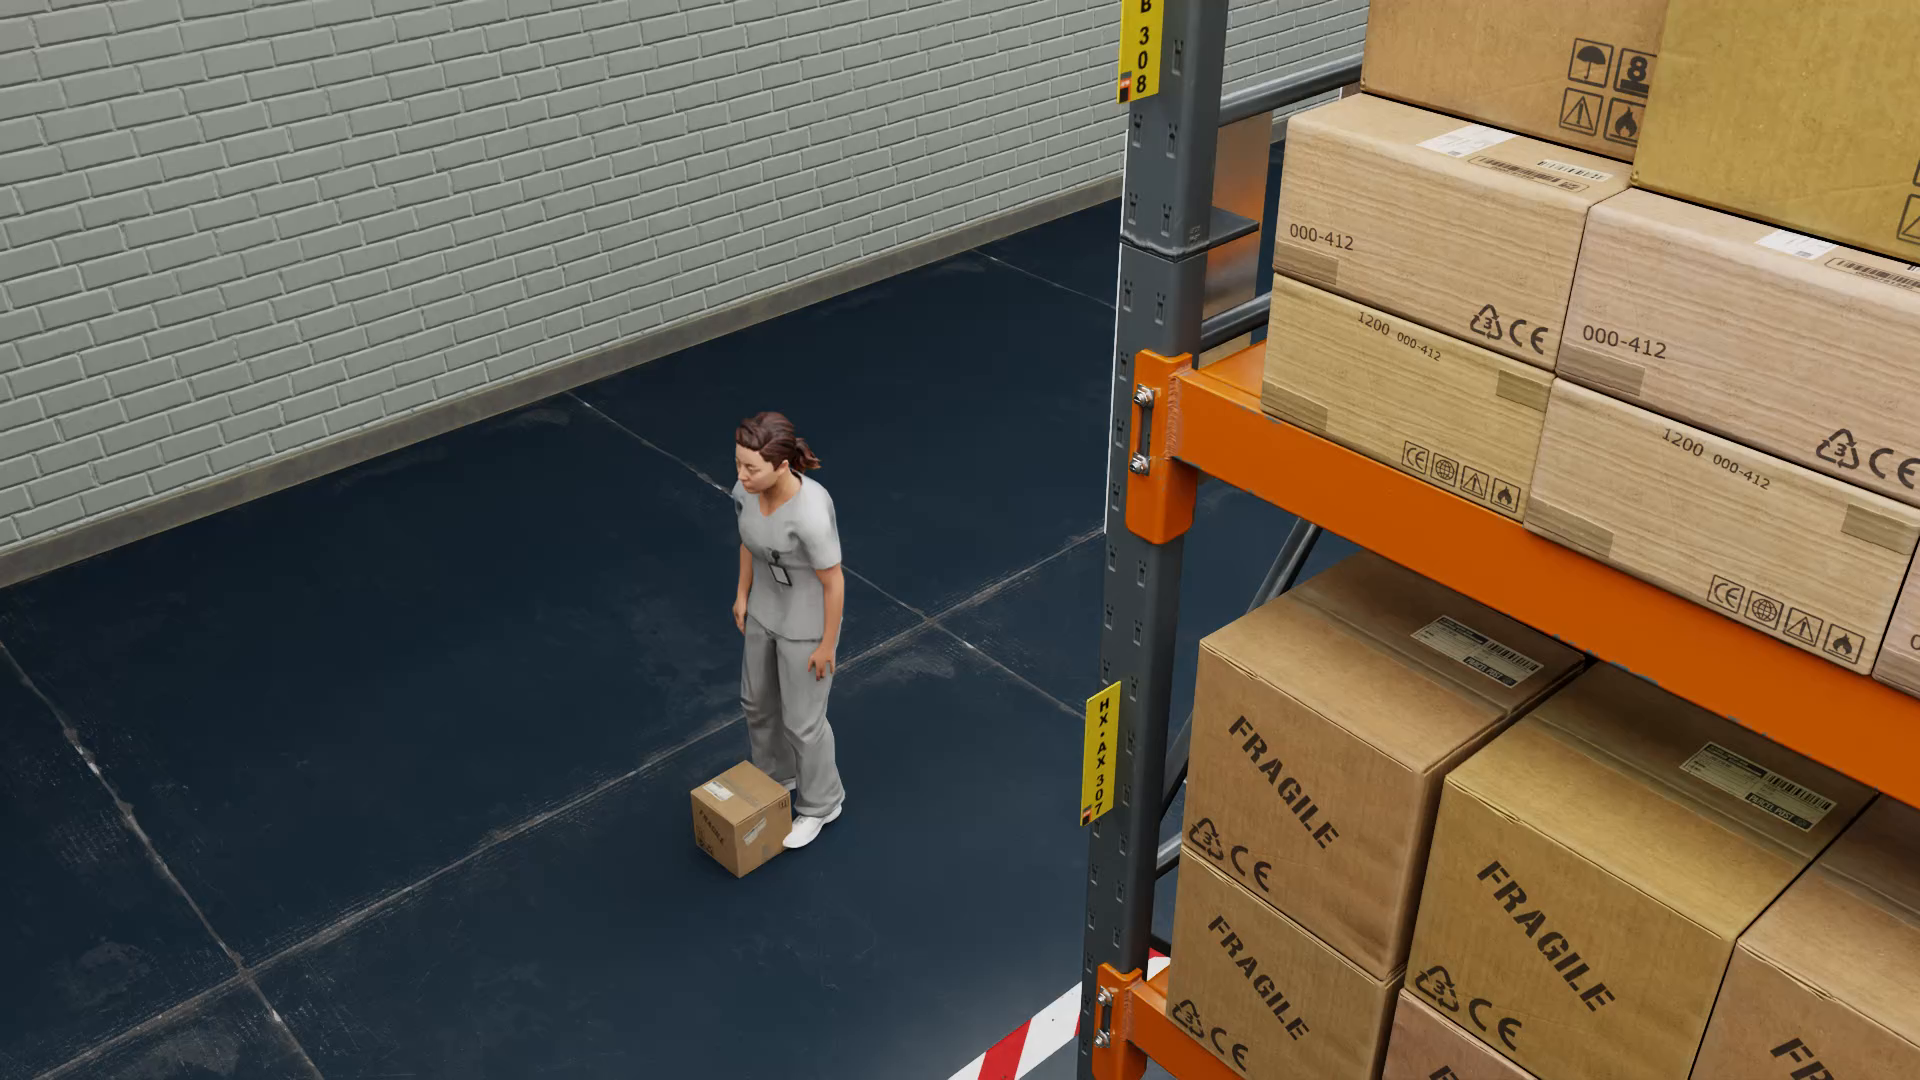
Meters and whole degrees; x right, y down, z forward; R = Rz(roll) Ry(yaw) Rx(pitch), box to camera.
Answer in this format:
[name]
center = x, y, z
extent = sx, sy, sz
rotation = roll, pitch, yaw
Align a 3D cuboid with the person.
[person]
center = -0.597, 0.288, 5.674
extent = 0.499, 1.671, 0.362
rotation = 27, 41, 37
